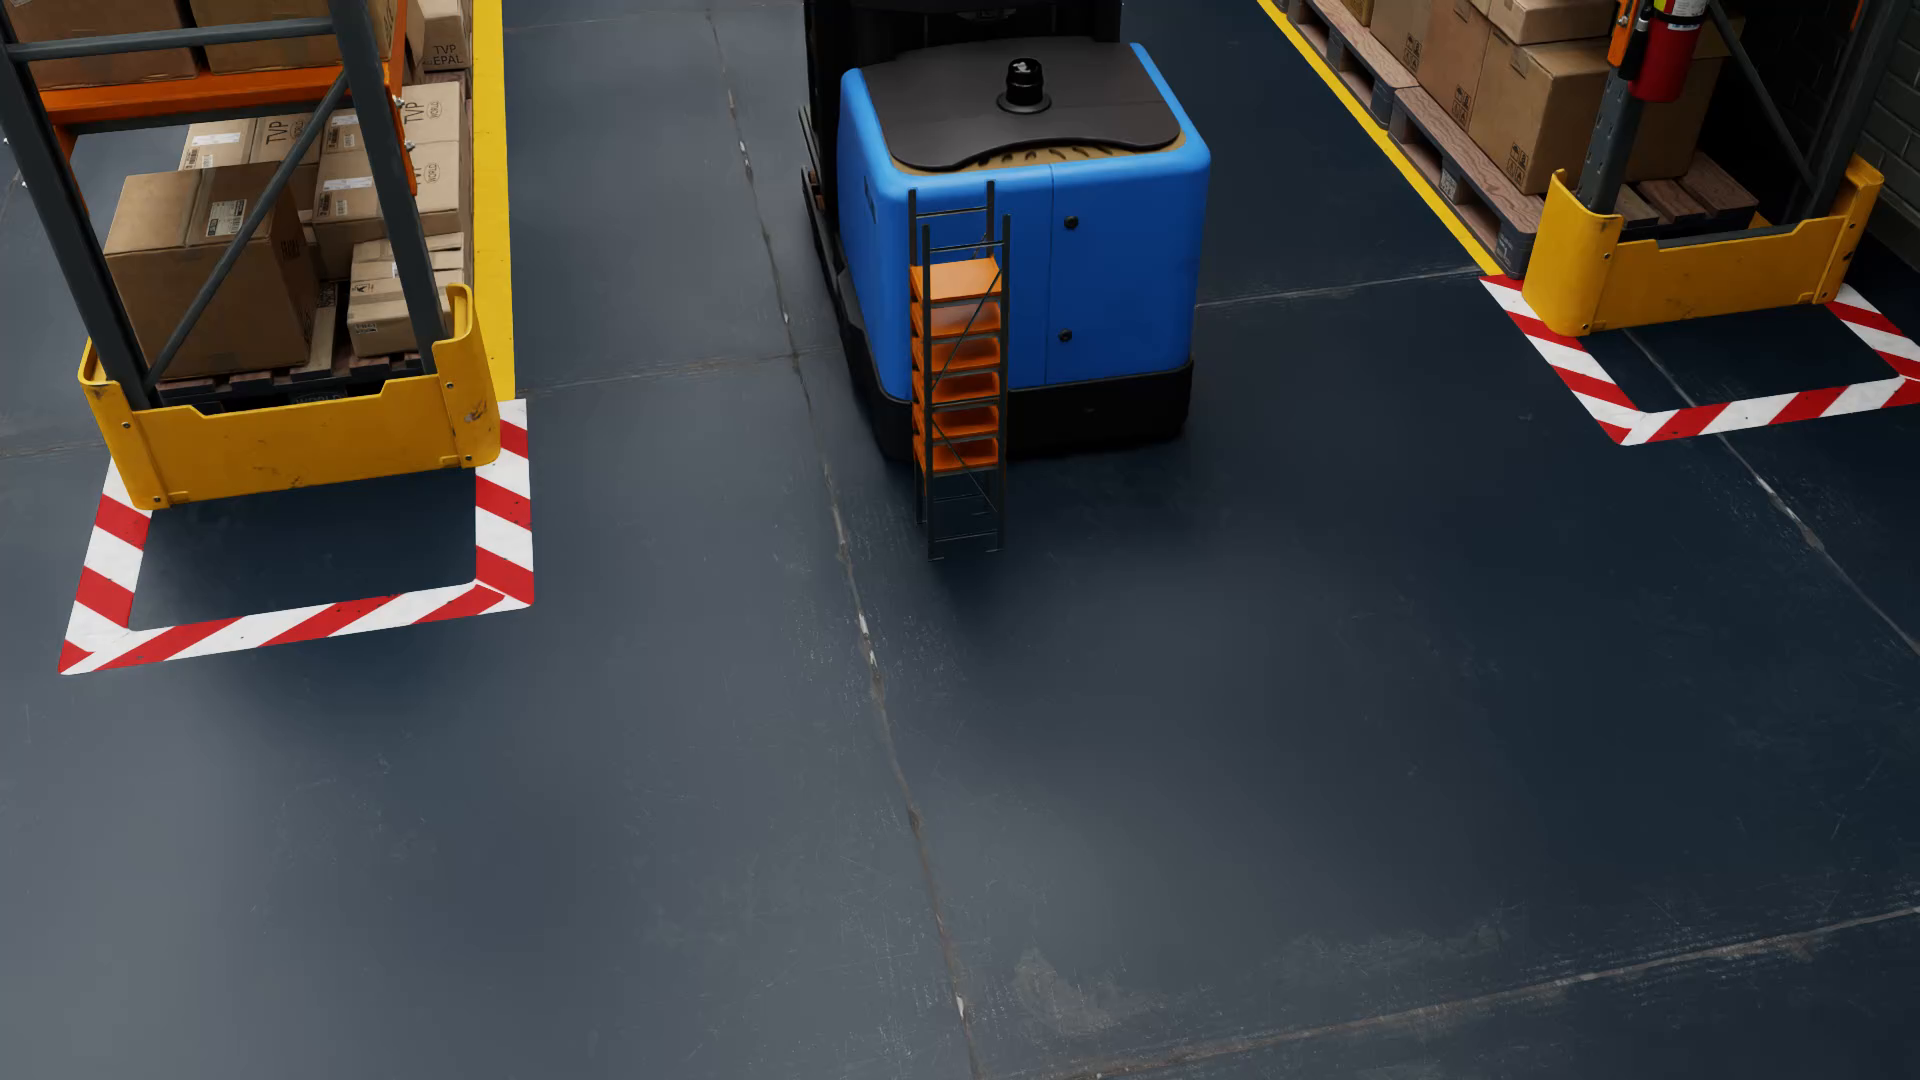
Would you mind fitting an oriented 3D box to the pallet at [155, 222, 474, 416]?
[{"bbox_3d":[-2.311,-0.878,6.080,1.003,0.211,1.213,-8,42,-9],"label":"pallet"}]

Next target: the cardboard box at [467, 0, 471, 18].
[{"bbox_3d":[-2.445,-2.483,7.604,0.380,0.149,0.250,-8,42,-9],"label":"cardboard box"}]

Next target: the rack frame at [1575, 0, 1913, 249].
[{"bbox_3d":[2.715,-2.067,5.319,1.000,3.000,0.127,-8,42,-9],"label":"rack frame"}]

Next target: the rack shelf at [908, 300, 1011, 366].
[{"bbox_3d":[-0.003,-0.604,4.732,0.258,0.103,0.180,-8,42,-9],"label":"rack shelf"}]

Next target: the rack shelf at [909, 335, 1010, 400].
[{"bbox_3d":[-0.003,-0.515,4.812,0.258,0.103,0.180,-8,42,-9],"label":"rack shelf"}]

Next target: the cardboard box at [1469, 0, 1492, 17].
[{"bbox_3d":[2.204,-2.194,6.540,0.380,0.149,0.250,-7,42,-8],"label":"cardboard box"}]

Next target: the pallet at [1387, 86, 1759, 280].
[{"bbox_3d":[2.466,-1.531,6.816,1.003,0.211,1.213,-8,42,-9],"label":"pallet"}]

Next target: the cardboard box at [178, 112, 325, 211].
[{"bbox_3d":[-2.655,-1.428,6.339,0.500,0.250,0.500,-8,42,-9],"label":"cardboard box"}]

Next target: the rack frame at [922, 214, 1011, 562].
[{"bbox_3d":[0.017,-0.399,4.795,0.240,1.200,0.006,-8,42,-9],"label":"rack frame"}]

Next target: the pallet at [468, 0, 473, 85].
[{"bbox_3d":[-2.837,-2.459,7.862,1.003,0.211,1.213,-8,42,-9],"label":"pallet"}]

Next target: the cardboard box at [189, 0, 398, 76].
[{"bbox_3d":[-1.960,-1.718,4.850,0.500,0.500,0.500,-8,42,-8],"label":"cardboard box"}]

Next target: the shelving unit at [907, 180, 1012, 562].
[{"bbox_3d":[-0.003,-0.458,4.862,0.258,1.200,0.189,-8,42,-9],"label":"shelving unit"}]

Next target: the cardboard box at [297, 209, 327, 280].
[{"bbox_3d":[-2.479,-1.052,5.979,0.380,0.166,0.250,-8,42,-9],"label":"cardboard box"}]

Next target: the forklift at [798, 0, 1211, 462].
[{"bbox_3d":[-0.025,-2.338,5.675,1.130,2.935,3.031,-8,42,-9],"label":"forklift"}]

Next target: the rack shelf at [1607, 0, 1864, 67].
[{"bbox_3d":[2.283,-3.094,7.018,1.077,0.370,4.000,-8,42,-9],"label":"rack shelf"}]

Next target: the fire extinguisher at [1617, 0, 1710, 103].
[{"bbox_3d":[2.297,-1.735,5.284,0.296,0.674,0.183,-8,42,-9],"label":"fire extinguisher"}]

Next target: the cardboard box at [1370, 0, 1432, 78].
[{"bbox_3d":[2.249,-2.379,7.237,0.700,0.500,0.500,-10,42,-11],"label":"cardboard box"}]

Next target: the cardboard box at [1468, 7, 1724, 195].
[{"bbox_3d":[2.466,-1.729,6.504,0.700,0.500,0.500,-8,42,-9],"label":"cardboard box"}]

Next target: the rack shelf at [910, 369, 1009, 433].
[{"bbox_3d":[-0.003,-0.425,4.892,0.258,0.103,0.180,-8,42,-9],"label":"rack shelf"}]

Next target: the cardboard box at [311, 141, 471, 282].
[{"bbox_3d":[-2.070,-1.208,6.091,0.500,0.250,0.500,-8,42,-9],"label":"cardboard box"}]

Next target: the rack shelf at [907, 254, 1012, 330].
[{"bbox_3d":[-0.003,-0.694,4.653,0.258,0.103,0.180,-8,42,-9],"label":"rack shelf"}]

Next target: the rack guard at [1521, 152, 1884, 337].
[{"bbox_3d":[2.720,-1.117,6.131,1.175,0.500,0.348,-8,42,-9],"label":"rack guard"}]

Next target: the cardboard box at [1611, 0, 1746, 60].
[{"bbox_3d":[2.688,-1.919,6.230,0.380,0.149,0.250,-8,42,-9],"label":"cardboard box"}]

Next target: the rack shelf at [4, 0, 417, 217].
[{"bbox_3d":[-2.553,-2.382,6.216,1.077,0.370,4.000,-8,42,-9],"label":"rack shelf"}]

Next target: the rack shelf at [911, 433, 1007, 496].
[{"bbox_3d":[-0.003,-0.245,5.051,0.258,0.103,0.180,-8,42,-9],"label":"rack shelf"}]

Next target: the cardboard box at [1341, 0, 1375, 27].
[{"bbox_3d":[2.126,-2.723,7.625,0.700,0.500,0.500,-7,42,-8],"label":"cardboard box"}]

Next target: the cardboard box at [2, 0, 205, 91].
[{"bbox_3d":[-2.484,-1.643,4.767,0.500,0.500,0.500,-7,42,-8],"label":"cardboard box"}]

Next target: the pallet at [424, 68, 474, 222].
[{"bbox_3d":[-2.571,-1.667,6.969,1.003,0.211,1.213,-8,42,-9],"label":"pallet"}]

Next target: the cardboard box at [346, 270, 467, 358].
[{"bbox_3d":[-1.876,-0.774,5.678,0.380,0.149,0.250,-8,42,-9],"label":"cardboard box"}]

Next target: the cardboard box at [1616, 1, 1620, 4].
[{"bbox_3d":[2.578,-2.247,6.600,0.380,0.149,0.250,-8,42,-9],"label":"cardboard box"}]

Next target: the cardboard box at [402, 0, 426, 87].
[{"bbox_3d":[-2.574,-1.961,6.749,0.797,0.503,0.637,-8,42,-9],"label":"cardboard box"}]

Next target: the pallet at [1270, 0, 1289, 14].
[{"bbox_3d":[1.939,-3.113,8.598,1.003,0.211,1.213,-8,42,-9],"label":"pallet"}]

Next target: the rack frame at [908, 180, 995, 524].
[{"bbox_3d":[-0.023,-0.517,4.929,0.240,1.200,0.006,-8,42,-9],"label":"rack frame"}]

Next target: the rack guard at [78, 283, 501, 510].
[{"bbox_3d":[-2.138,-0.469,5.402,1.175,0.500,0.348,-8,42,-9],"label":"rack guard"}]

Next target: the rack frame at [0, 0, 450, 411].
[{"bbox_3d":[-2.121,-1.355,4.517,1.000,3.000,0.127,-8,42,-9],"label":"rack frame"}]

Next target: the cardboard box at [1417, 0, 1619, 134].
[{"bbox_3d":[2.358,-2.053,6.870,0.700,0.500,0.500,-8,42,-9],"label":"cardboard box"}]

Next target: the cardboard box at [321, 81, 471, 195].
[{"bbox_3d":[-2.178,-1.532,6.456,0.500,0.250,0.500,-8,42,-9],"label":"cardboard box"}]

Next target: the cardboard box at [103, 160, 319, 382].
[{"bbox_3d":[-2.479,-0.902,5.558,0.500,0.500,0.500,-8,42,-9],"label":"cardboard box"}]

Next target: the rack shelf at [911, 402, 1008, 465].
[{"bbox_3d":[-0.003,-0.335,4.971,0.258,0.103,0.180,-8,42,-9],"label":"rack shelf"}]

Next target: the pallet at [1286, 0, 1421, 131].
[{"bbox_3d":[2.206,-2.320,7.705,1.003,0.211,1.213,-8,42,-9],"label":"pallet"}]

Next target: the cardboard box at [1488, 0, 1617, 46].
[{"bbox_3d":[2.260,-2.028,6.353,0.380,0.149,0.250,-9,42,-10],"label":"cardboard box"}]

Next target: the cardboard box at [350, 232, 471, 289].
[{"bbox_3d":[-1.930,-0.942,5.855,0.380,0.166,0.250,-8,42,-9],"label":"cardboard box"}]

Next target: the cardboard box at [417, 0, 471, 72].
[{"bbox_3d":[-2.423,-2.292,7.266,0.500,0.311,0.500,-8,42,-9],"label":"cardboard box"}]
